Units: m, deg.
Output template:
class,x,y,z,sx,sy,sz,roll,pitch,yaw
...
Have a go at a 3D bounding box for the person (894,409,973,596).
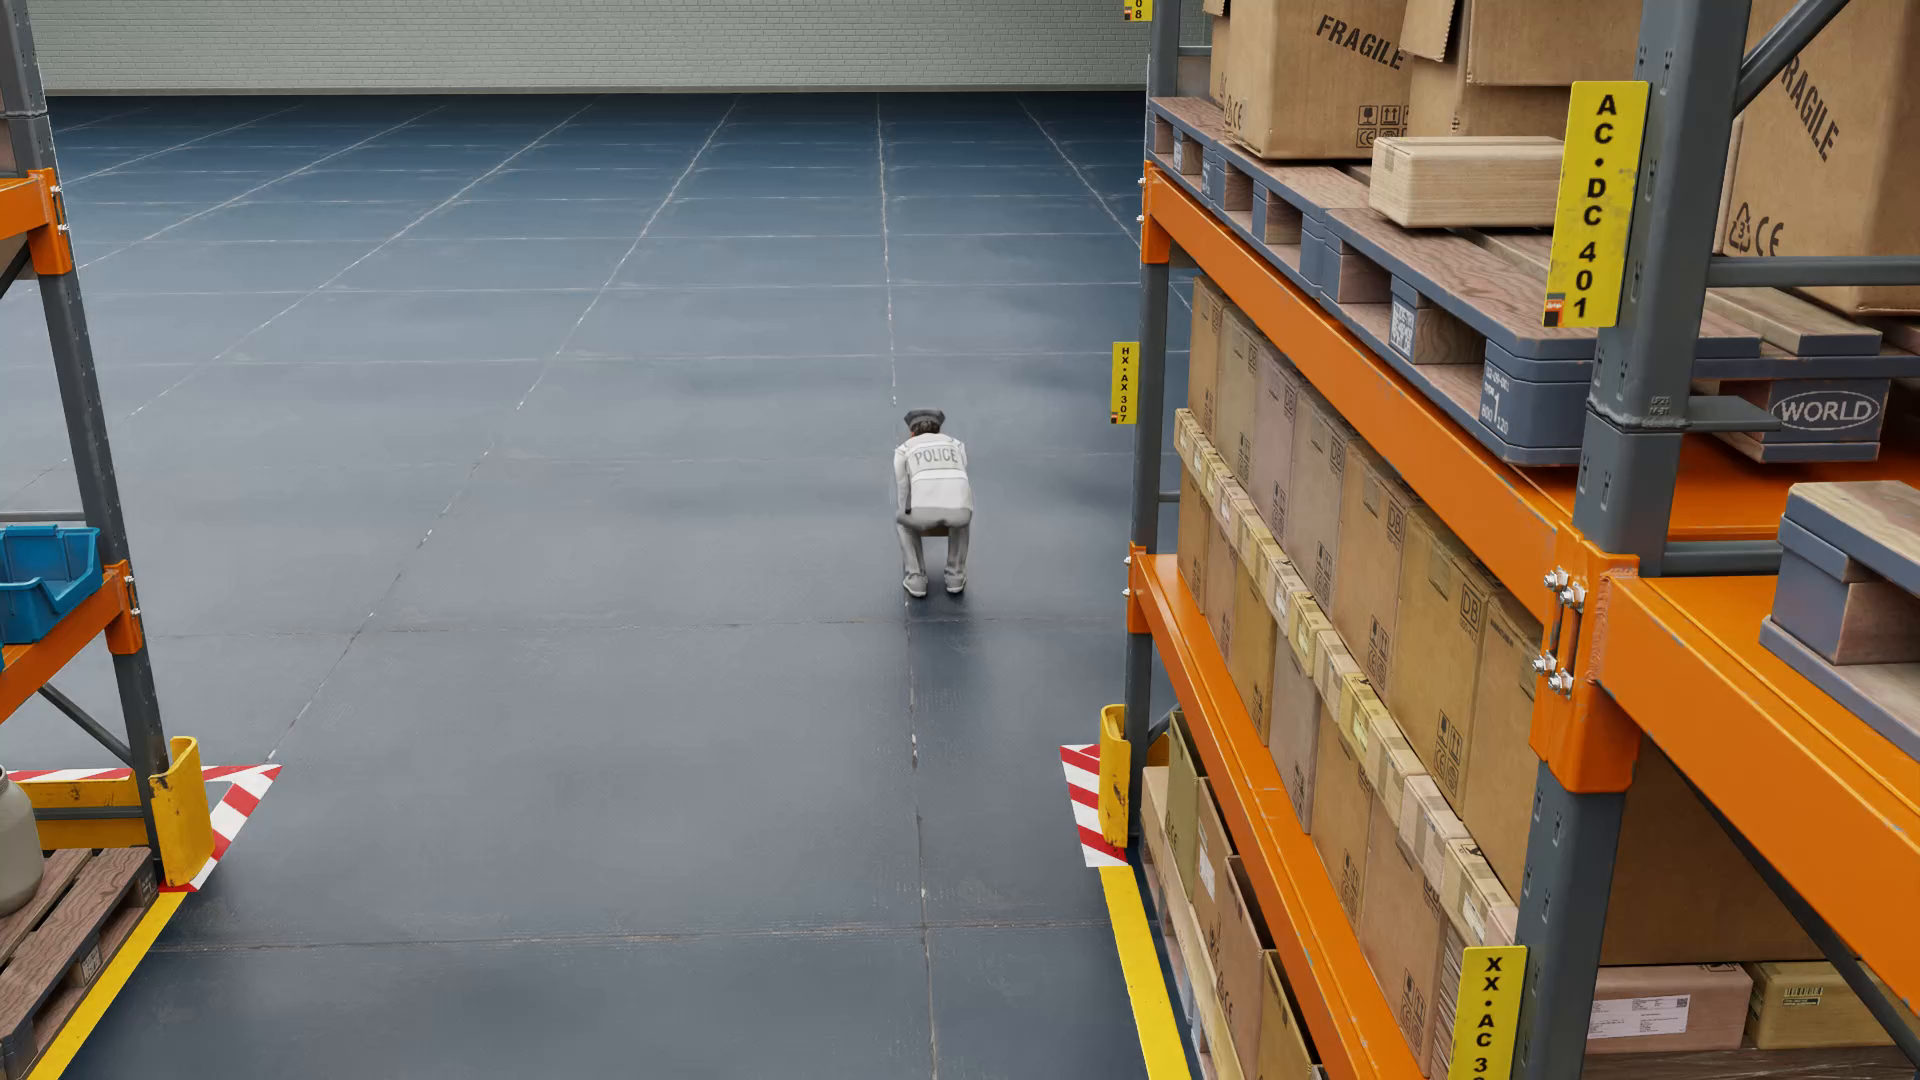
class,x,y,z,sx,sy,sz,roll,pitch,yaw
person,-0.152,-0.218,9.644,0.454,0.982,0.883,-2,21,-5
